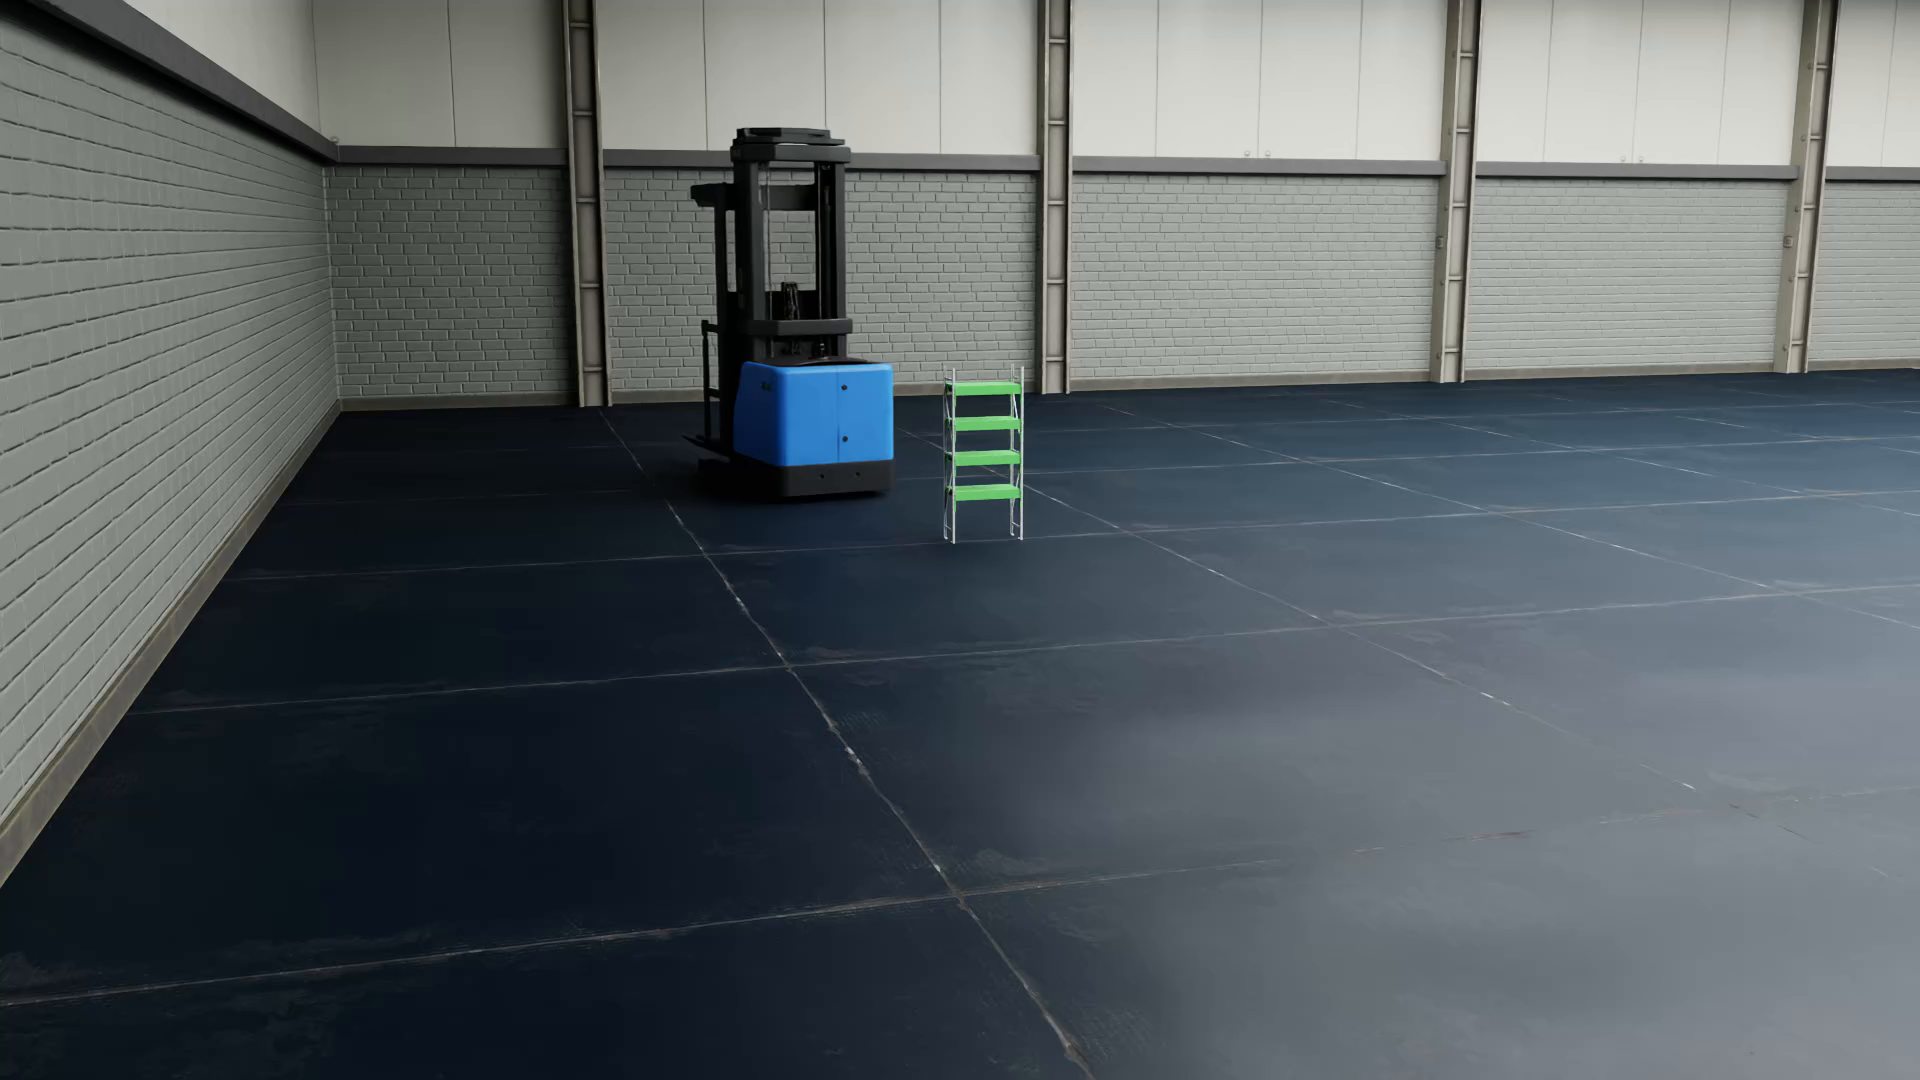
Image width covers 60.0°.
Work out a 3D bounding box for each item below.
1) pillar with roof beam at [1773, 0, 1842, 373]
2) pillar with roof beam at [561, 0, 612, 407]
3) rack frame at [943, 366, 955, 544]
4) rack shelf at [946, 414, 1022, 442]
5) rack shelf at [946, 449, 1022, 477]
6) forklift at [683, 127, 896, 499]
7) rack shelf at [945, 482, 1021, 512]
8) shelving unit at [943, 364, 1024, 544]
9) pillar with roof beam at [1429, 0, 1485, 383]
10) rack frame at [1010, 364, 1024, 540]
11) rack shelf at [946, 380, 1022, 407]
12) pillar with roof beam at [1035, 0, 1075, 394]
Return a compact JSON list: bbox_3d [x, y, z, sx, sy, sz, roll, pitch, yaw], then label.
[{"bbox_3d":[13.959,-6.259,20.689,0.400,9.000,9.100,-3,11,-16],"label":"pillar with roof beam"},{"bbox_3d":[-3.324,-5.348,15.742,0.400,9.000,9.100,-3,11,-16],"label":"pillar with roof beam"},{"bbox_3d":[-0.075,-0.586,11.416,0.015,1.200,0.240,-3,11,-16],"label":"rack frame"},{"bbox_3d":[0.159,-0.772,11.451,0.480,0.148,0.258,-3,11,-16],"label":"rack shelf"},{"bbox_3d":[0.159,-0.536,11.495,0.480,0.148,0.258,-3,11,-16],"label":"rack shelf"},{"bbox_3d":[-1.630,-1.988,14.250,1.130,2.935,3.031,-5,12,-26],"label":"forklift"},{"bbox_3d":[0.159,-0.300,11.538,0.480,0.148,0.258,-3,11,-16],"label":"rack shelf"},{"bbox_3d":[0.159,-0.598,11.483,0.503,1.200,0.258,-3,11,-16],"label":"shelving unit"},{"bbox_3d":[8.198,-5.955,19.040,0.400,9.000,9.100,-3,11,-16],"label":"pillar with roof beam"},{"bbox_3d":[0.393,-0.611,11.550,0.015,1.200,0.240,-3,11,-16],"label":"rack frame"},{"bbox_3d":[0.159,-1.008,11.408,0.480,0.148,0.258,-3,11,-16],"label":"rack shelf"},{"bbox_3d":[2.437,-5.652,17.391,0.400,9.000,9.100,-3,11,-16],"label":"pillar with roof beam"}]
